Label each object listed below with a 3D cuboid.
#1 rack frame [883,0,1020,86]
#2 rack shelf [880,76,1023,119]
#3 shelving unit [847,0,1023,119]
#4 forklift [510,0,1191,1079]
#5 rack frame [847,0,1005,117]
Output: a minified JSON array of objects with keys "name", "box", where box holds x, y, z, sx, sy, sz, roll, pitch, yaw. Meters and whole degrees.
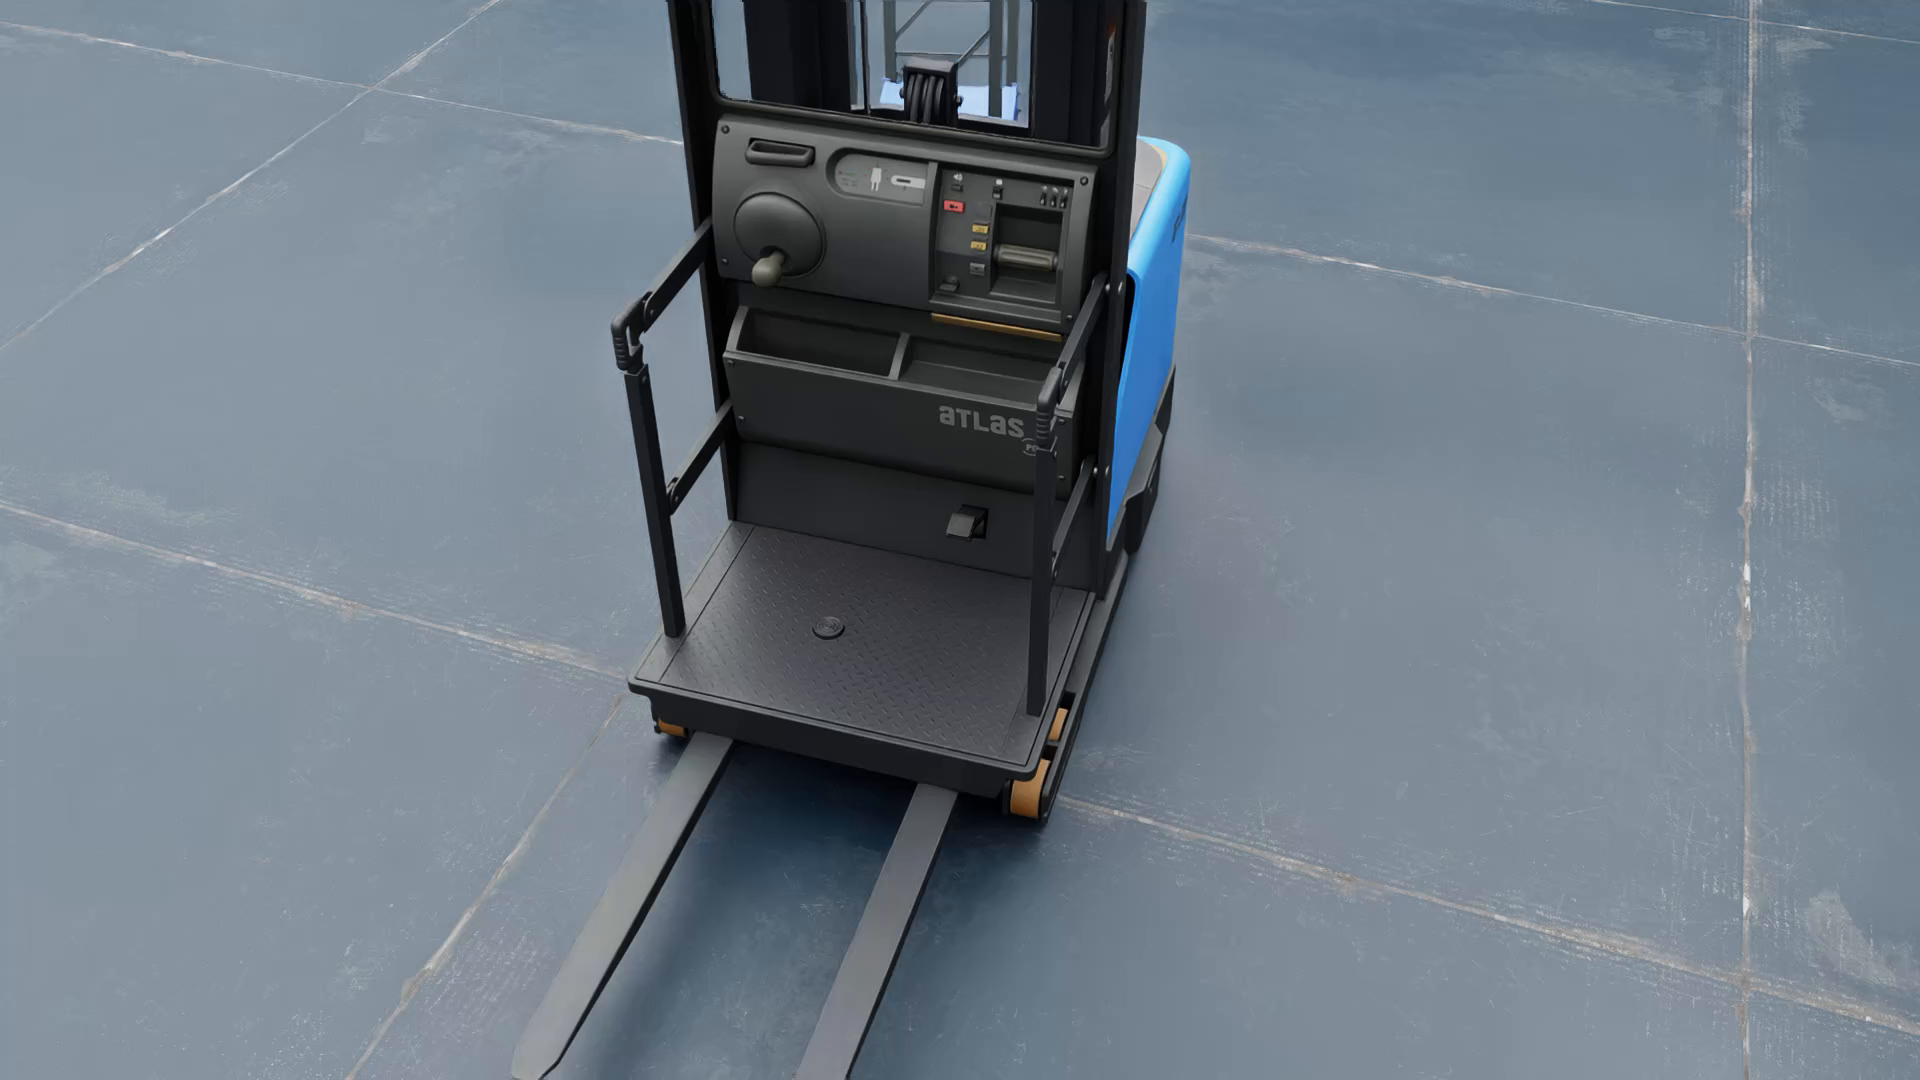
[{"name":"rack frame","box":[-0.031,-1.813,6.220,0.500,1.500,0.032,3,41,4]},{"name":"rack shelf","box":[-0.073,-1.348,5.951,0.538,0.185,1.000,3,41,4]},{"name":"shelving unit","box":[-0.073,-1.484,5.834,0.538,1.500,1.048,3,41,4]},{"name":"forklift","box":[-0.206,-0.673,3.781,1.130,2.935,3.031,11,42,13]},{"name":"rack frame","box":[-0.116,-1.156,5.449,0.500,1.500,0.032,3,41,4]}]
